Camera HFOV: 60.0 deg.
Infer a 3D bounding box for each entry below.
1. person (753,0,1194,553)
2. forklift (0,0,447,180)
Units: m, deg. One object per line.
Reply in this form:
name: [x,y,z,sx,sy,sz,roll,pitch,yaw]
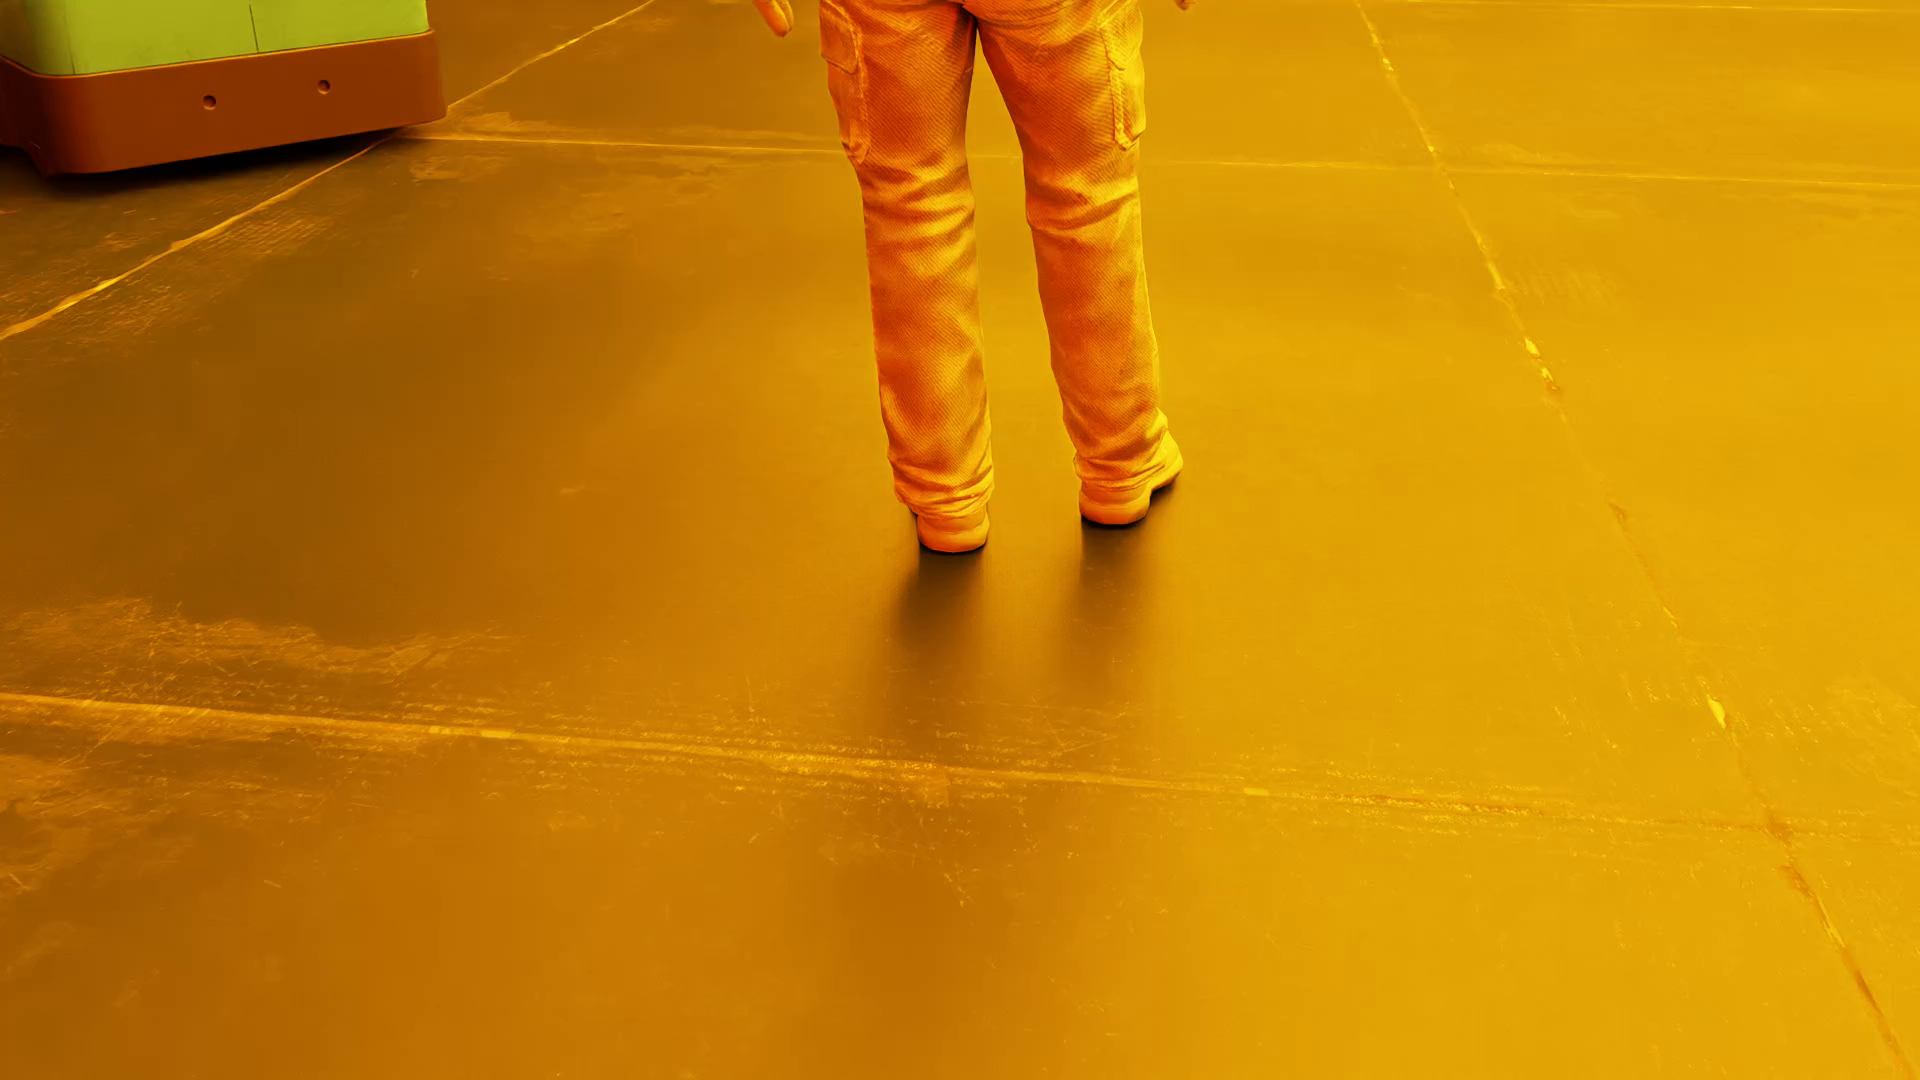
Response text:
person: [0.019,-0.834,2.163,0.656,1.779,0.574,3,27,7]
forklift: [-2.822,-2.812,4.854,1.130,2.935,3.031,-21,33,-36]
